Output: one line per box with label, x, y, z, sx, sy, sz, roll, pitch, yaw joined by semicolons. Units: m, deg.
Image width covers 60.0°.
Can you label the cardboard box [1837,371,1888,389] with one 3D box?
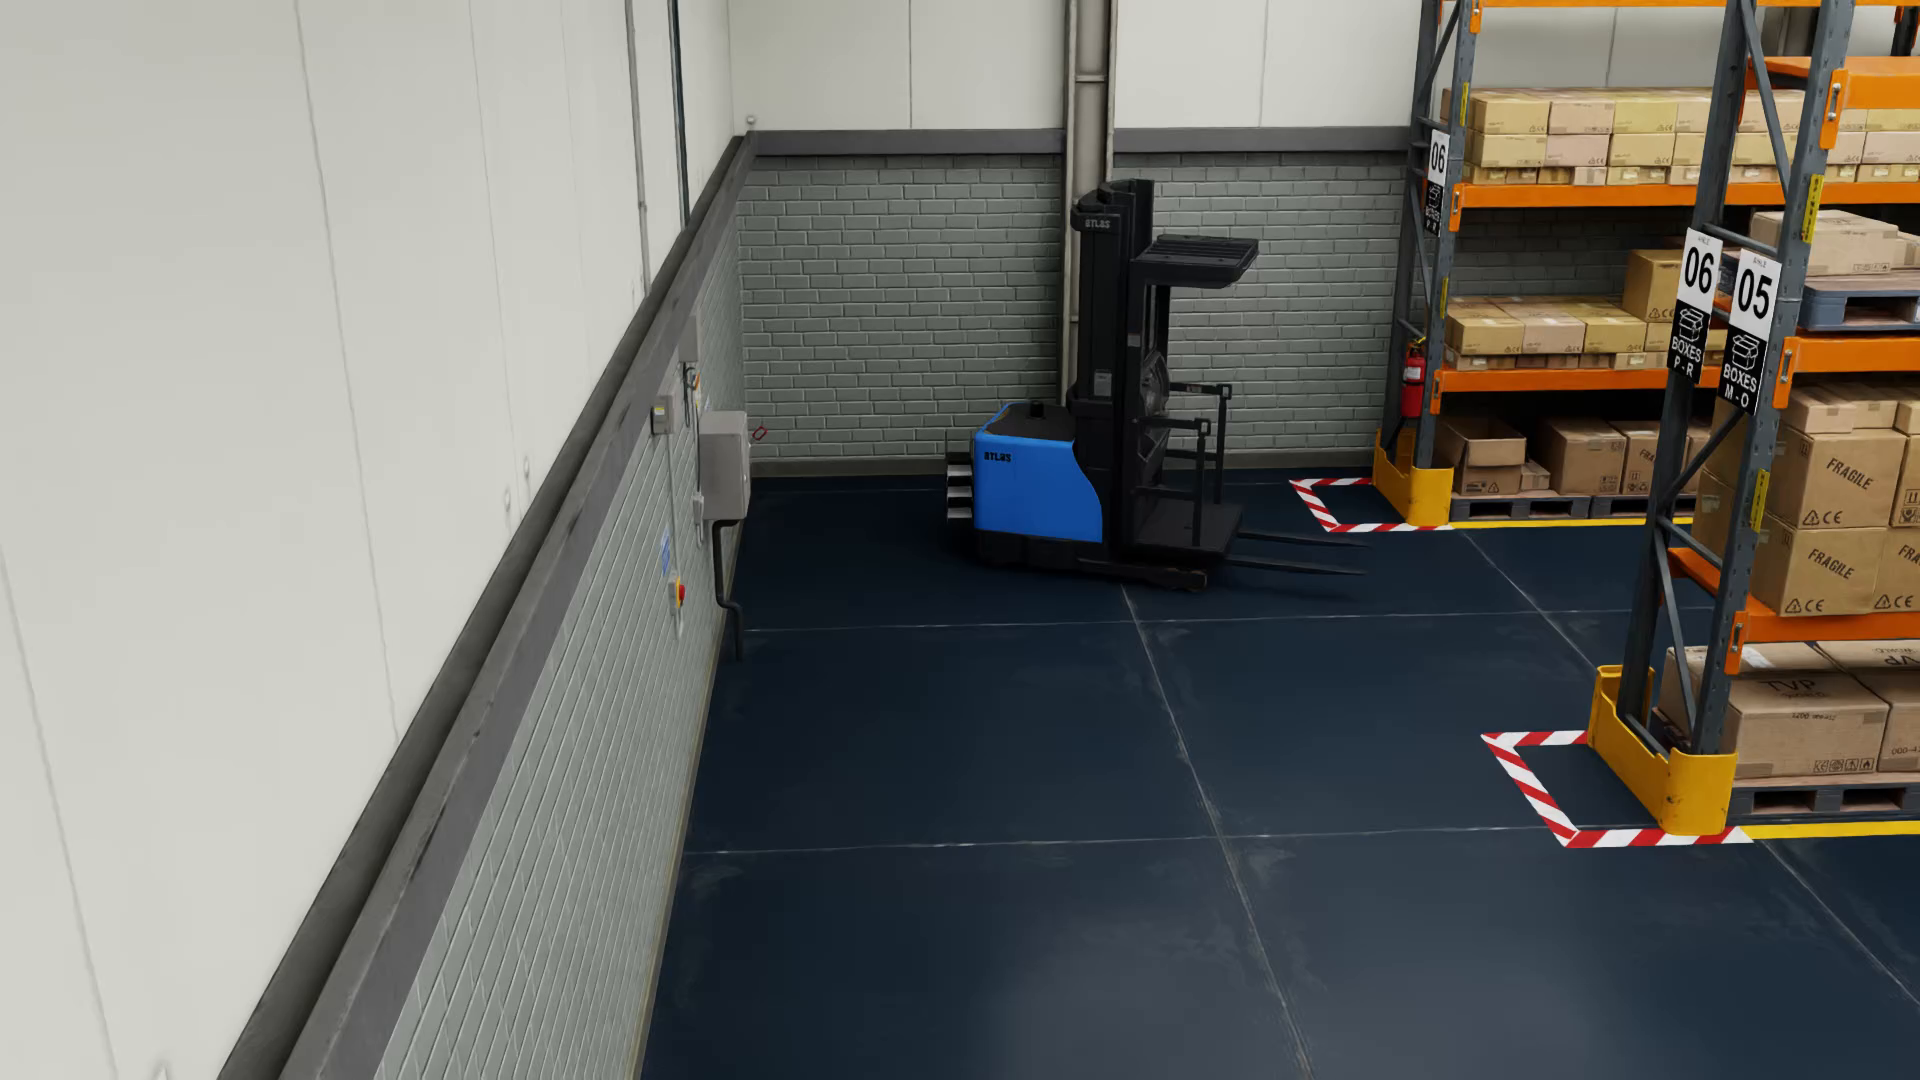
cardboard box;4.966;-0.904;9.323;0.250;0.149;0.380;-1;21;-4

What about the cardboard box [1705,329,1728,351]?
cardboard box;6.328;-1.755;13.808;0.500;0.250;0.500;-1;21;-3

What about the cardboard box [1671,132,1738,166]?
cardboard box;5.818;-3.148;13.251;0.500;0.250;0.500;-1;21;-4

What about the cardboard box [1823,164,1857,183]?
cardboard box;6.965;-2.970;13.344;0.250;0.149;0.380;0;21;-1

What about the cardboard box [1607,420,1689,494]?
cardboard box;5.832;-0.709;14.189;0.500;0.500;0.500;-1;21;-2

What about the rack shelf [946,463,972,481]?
rack shelf;-0.008;-0.557;13.408;0.200;0.077;0.258;-1;21;-3

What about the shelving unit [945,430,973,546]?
shelving unit;-0.008;-0.420;13.460;0.210;0.900;0.258;-1;21;-3

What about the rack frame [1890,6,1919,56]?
rack frame;7.820;-4.608;13.077;0.127;3.000;1.000;-1;21;-3

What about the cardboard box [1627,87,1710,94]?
cardboard box;5.789;-3.561;13.632;0.500;0.250;0.500;-1;21;-3

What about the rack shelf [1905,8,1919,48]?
rack shelf;9.817;-4.125;13.382;4.000;0.370;1.077;-1;21;-3

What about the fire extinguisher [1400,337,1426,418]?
fire extinguisher;3.706;-1.345;13.572;0.183;0.674;0.296;-1;21;-3

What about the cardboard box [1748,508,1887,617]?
cardboard box;4.609;0.086;9.040;0.500;0.500;0.500;-1;21;-3

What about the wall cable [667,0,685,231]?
wall cable;-1.589;-2.815;8.368;0.029;3.000;2.355;-1;21;-3

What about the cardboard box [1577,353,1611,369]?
cardboard box;5.203;-1.545;13.816;0.250;0.149;0.380;-1;21;-2

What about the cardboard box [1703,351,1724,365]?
cardboard box;6.219;-1.587;13.928;0.250;0.149;0.380;-1;21;-2

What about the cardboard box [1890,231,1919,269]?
cardboard box;4.972;-1.565;8.923;0.250;0.149;0.380;-3;21;-7

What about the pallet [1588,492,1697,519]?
pallet;5.914;-0.461;14.537;1.213;0.211;1.003;-1;21;-3

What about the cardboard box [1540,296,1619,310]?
cardboard box;5.280;-1.914;14.225;0.500;0.250;0.500;-1;21;-1

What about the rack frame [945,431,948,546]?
rack frame;-0.110;-0.418;13.455;0.006;0.900;0.240;-1;21;-3

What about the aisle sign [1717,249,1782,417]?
aisle sign;4.058;-1.070;8.563;0.004;0.787;0.394;-1;21;-3

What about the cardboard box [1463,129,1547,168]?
cardboard box;4.285;-3.106;13.139;0.500;0.250;0.500;-1;21;-4

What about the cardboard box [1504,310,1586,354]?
cardboard box;4.798;-1.716;13.704;0.500;0.250;0.500;-1;21;-2

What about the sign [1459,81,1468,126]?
sign;3.858;-3.340;12.735;0.005;0.325;0.100;-1;21;-3

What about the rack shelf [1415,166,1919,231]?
rack shelf;5.823;-2.829;13.632;4.000;0.370;1.077;-1;21;-3

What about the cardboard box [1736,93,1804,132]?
cardboard box;6.317;-3.392;13.189;0.500;0.250;0.500;-1;21;-2

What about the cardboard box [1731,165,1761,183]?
cardboard box;6.200;-2.964;13.329;0.250;0.149;0.380;-1;21;-3

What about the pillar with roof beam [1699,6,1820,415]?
pillar with roof beam;7.319;-3.385;9.864;0.400;9.000;9.100;-1;21;-3

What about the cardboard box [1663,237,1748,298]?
cardboard box;6.318;-2.288;14.153;0.500;0.500;0.500;-2;21;-5

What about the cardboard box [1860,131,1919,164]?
cardboard box;7.353;-3.176;13.325;0.500;0.250;0.500;-1;21;-3

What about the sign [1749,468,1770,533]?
sign;4.139;-0.204;8.613;0.005;0.325;0.100;-1;21;-3

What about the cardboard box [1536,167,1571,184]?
cardboard box;4.676;-2.945;13.278;0.250;0.149;0.380;-1;21;-3

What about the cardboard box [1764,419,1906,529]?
cardboard box;4.609;-0.382;8.864;0.500;0.500;0.500;-2;21;-4

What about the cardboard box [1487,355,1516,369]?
cardboard box;4.422;-1.536;13.794;0.250;0.149;0.380;-1;21;-2

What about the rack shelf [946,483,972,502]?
rack shelf;-0.008;-0.389;13.472;0.200;0.077;0.258;-1;21;-3

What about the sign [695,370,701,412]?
sign;-1.692;-0.948;10.735;0.001;0.242;0.339;-1;21;-3

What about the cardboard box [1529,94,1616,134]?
cardboard box;4.793;-3.351;13.081;0.500;0.250;0.500;-1;21;-3

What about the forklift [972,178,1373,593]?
forklift;1.667;-1.183;12.609;3.031;2.935;1.130;6;22;16

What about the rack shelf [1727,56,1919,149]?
rack shelf;6.111;-2.281;8.538;4.000;0.370;1.077;-1;21;-3

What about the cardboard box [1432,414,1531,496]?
cardboard box;4.443;-0.731;14.244;0.637;0.503;0.797;-2;21;-5

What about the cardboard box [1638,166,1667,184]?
cardboard box;5.435;-2.948;13.287;0.250;0.149;0.380;-1;21;-4

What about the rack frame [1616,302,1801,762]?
rack frame;4.114;0.040;9.300;0.127;3.000;1.000;-1;21;-3

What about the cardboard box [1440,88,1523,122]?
cardboard box;4.254;-3.536;13.566;0.500;0.250;0.500;-2;21;-5

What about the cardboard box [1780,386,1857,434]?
cardboard box;4.484;-0.686;8.749;0.250;0.149;0.380;-1;21;-2
